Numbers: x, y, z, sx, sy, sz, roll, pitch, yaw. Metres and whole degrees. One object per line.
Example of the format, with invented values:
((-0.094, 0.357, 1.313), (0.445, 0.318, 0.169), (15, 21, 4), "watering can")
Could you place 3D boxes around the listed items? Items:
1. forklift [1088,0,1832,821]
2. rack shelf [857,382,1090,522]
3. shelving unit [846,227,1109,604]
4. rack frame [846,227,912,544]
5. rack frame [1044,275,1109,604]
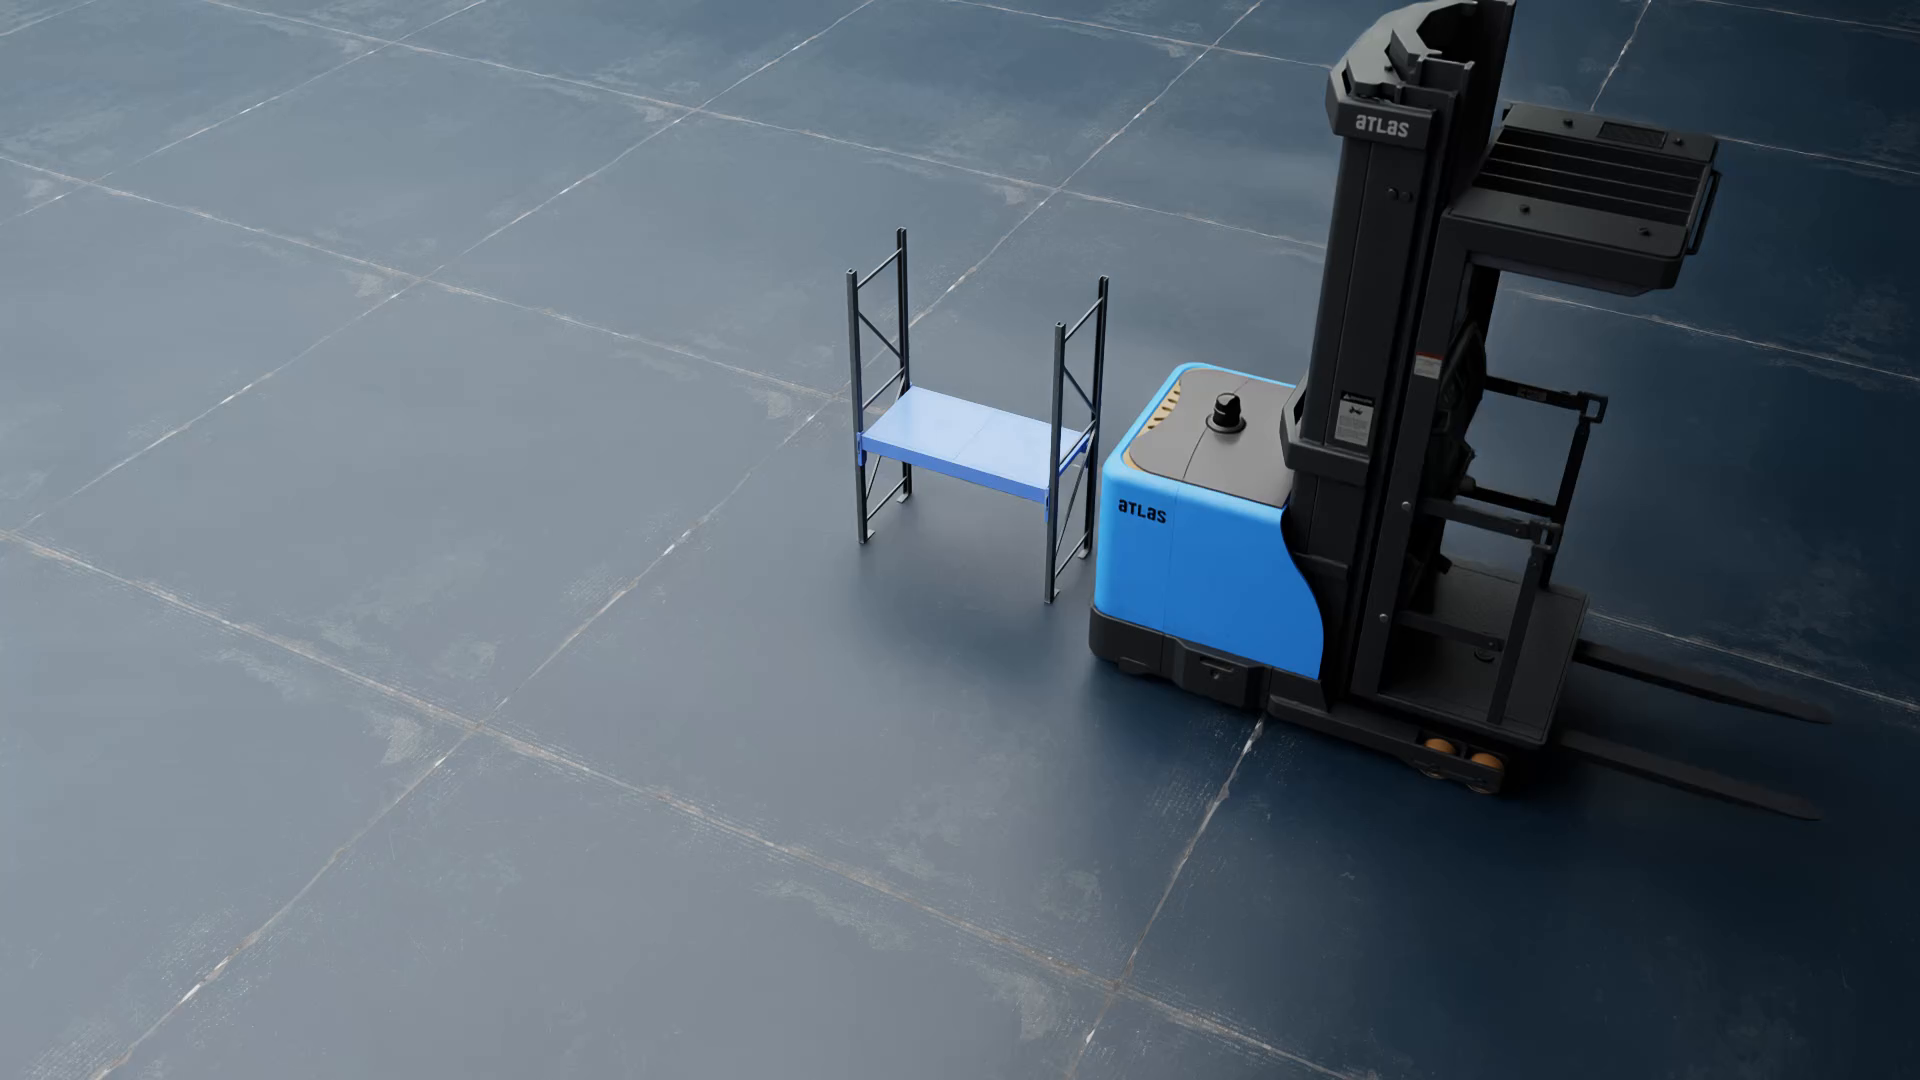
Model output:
((2.136, -0.487, 6.487), (3.031, 2.935, 1.130), (17, 40, 21), "forklift")
((0.076, -0.430, 7.894), (1.000, 0.185, 0.538), (17, 41, 21), "rack shelf")
((0.076, -0.574, 7.785), (1.048, 1.500, 0.538), (17, 41, 21), "shelving unit")
((-0.376, -0.715, 7.971), (0.032, 1.500, 0.500), (17, 41, 21), "rack frame")
((0.527, -0.432, 7.599), (0.032, 1.500, 0.500), (17, 41, 21), "rack frame")
